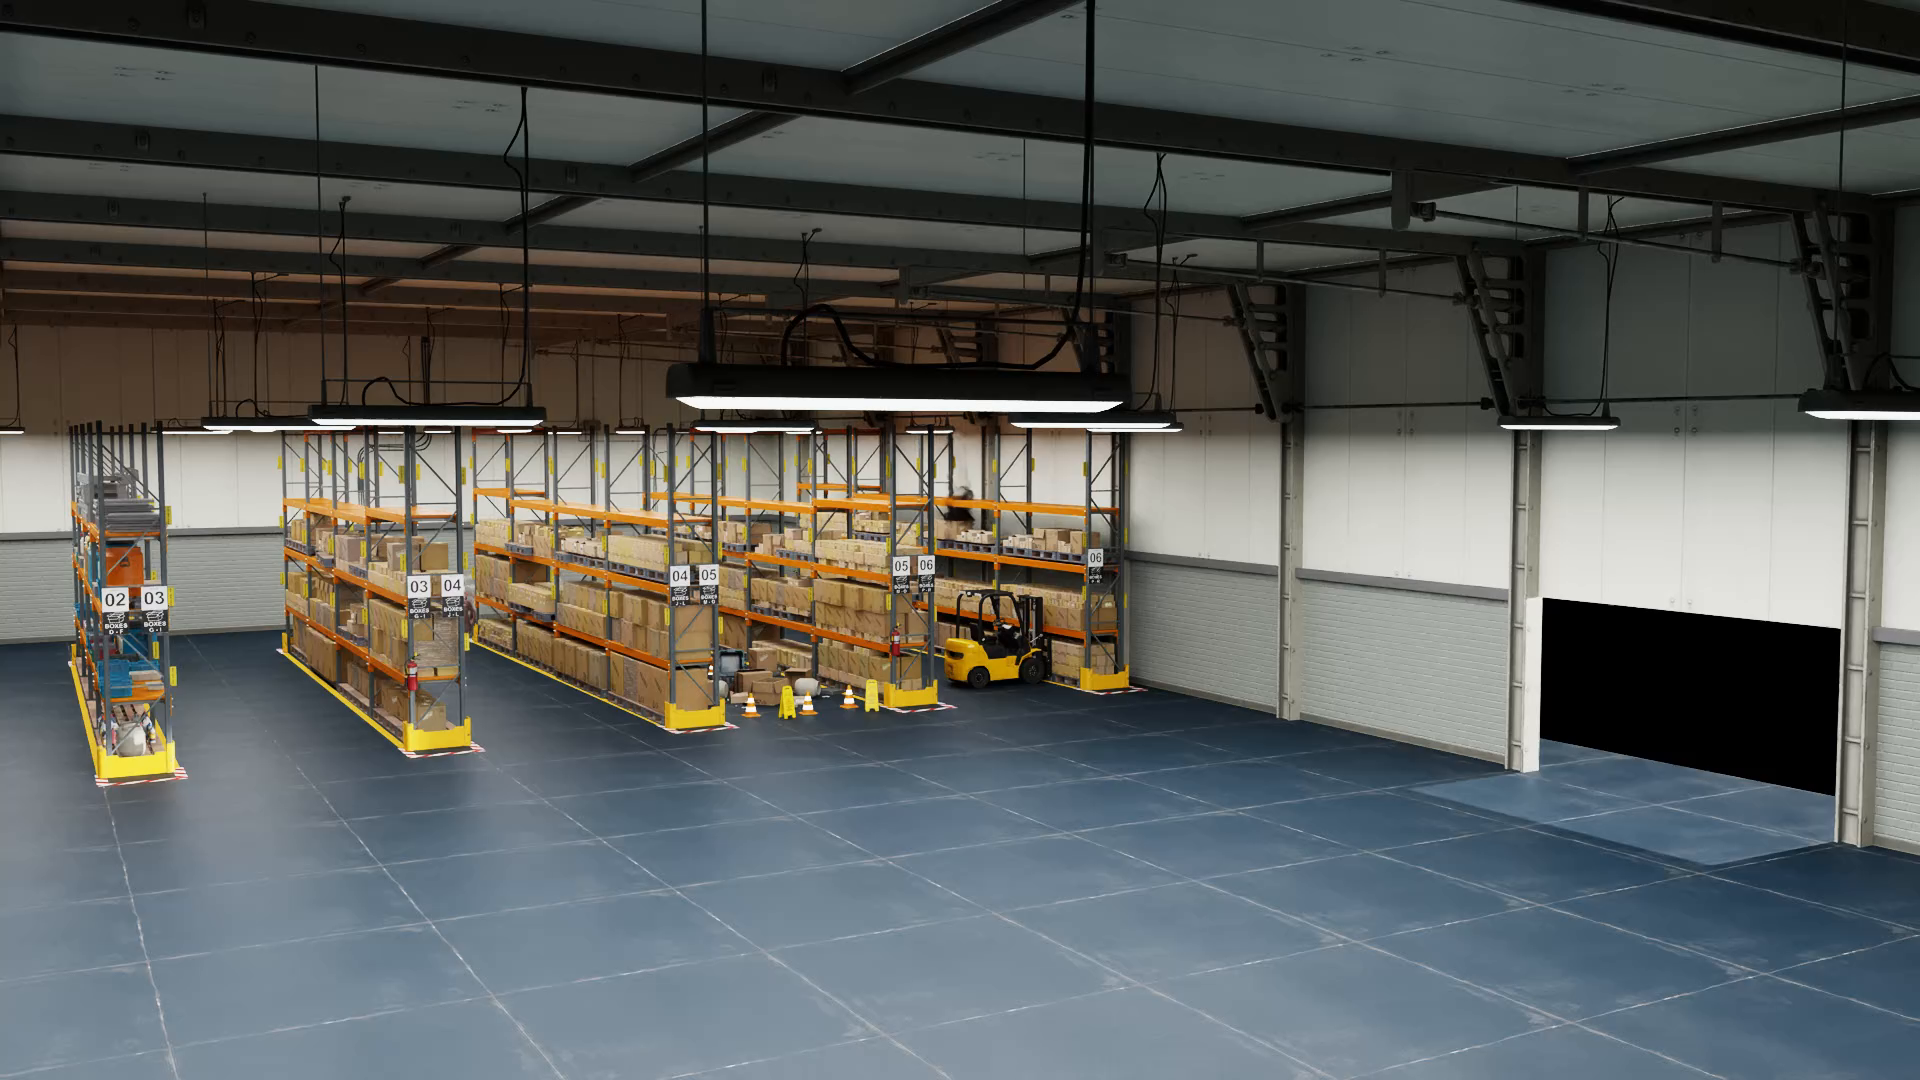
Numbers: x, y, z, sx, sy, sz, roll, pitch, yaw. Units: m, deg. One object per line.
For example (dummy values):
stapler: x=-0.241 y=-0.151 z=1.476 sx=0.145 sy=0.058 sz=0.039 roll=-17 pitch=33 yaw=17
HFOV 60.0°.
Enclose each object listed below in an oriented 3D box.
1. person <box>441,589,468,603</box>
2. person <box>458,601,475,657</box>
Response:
person: x=-14.340 y=1.920 z=47.015 sx=0.746 sy=1.774 sz=0.648 roll=2 pitch=4 yaw=29
person: x=-12.845 y=2.210 z=42.836 sx=0.721 sy=1.738 sz=0.578 roll=-1 pitch=4 yaw=-23
